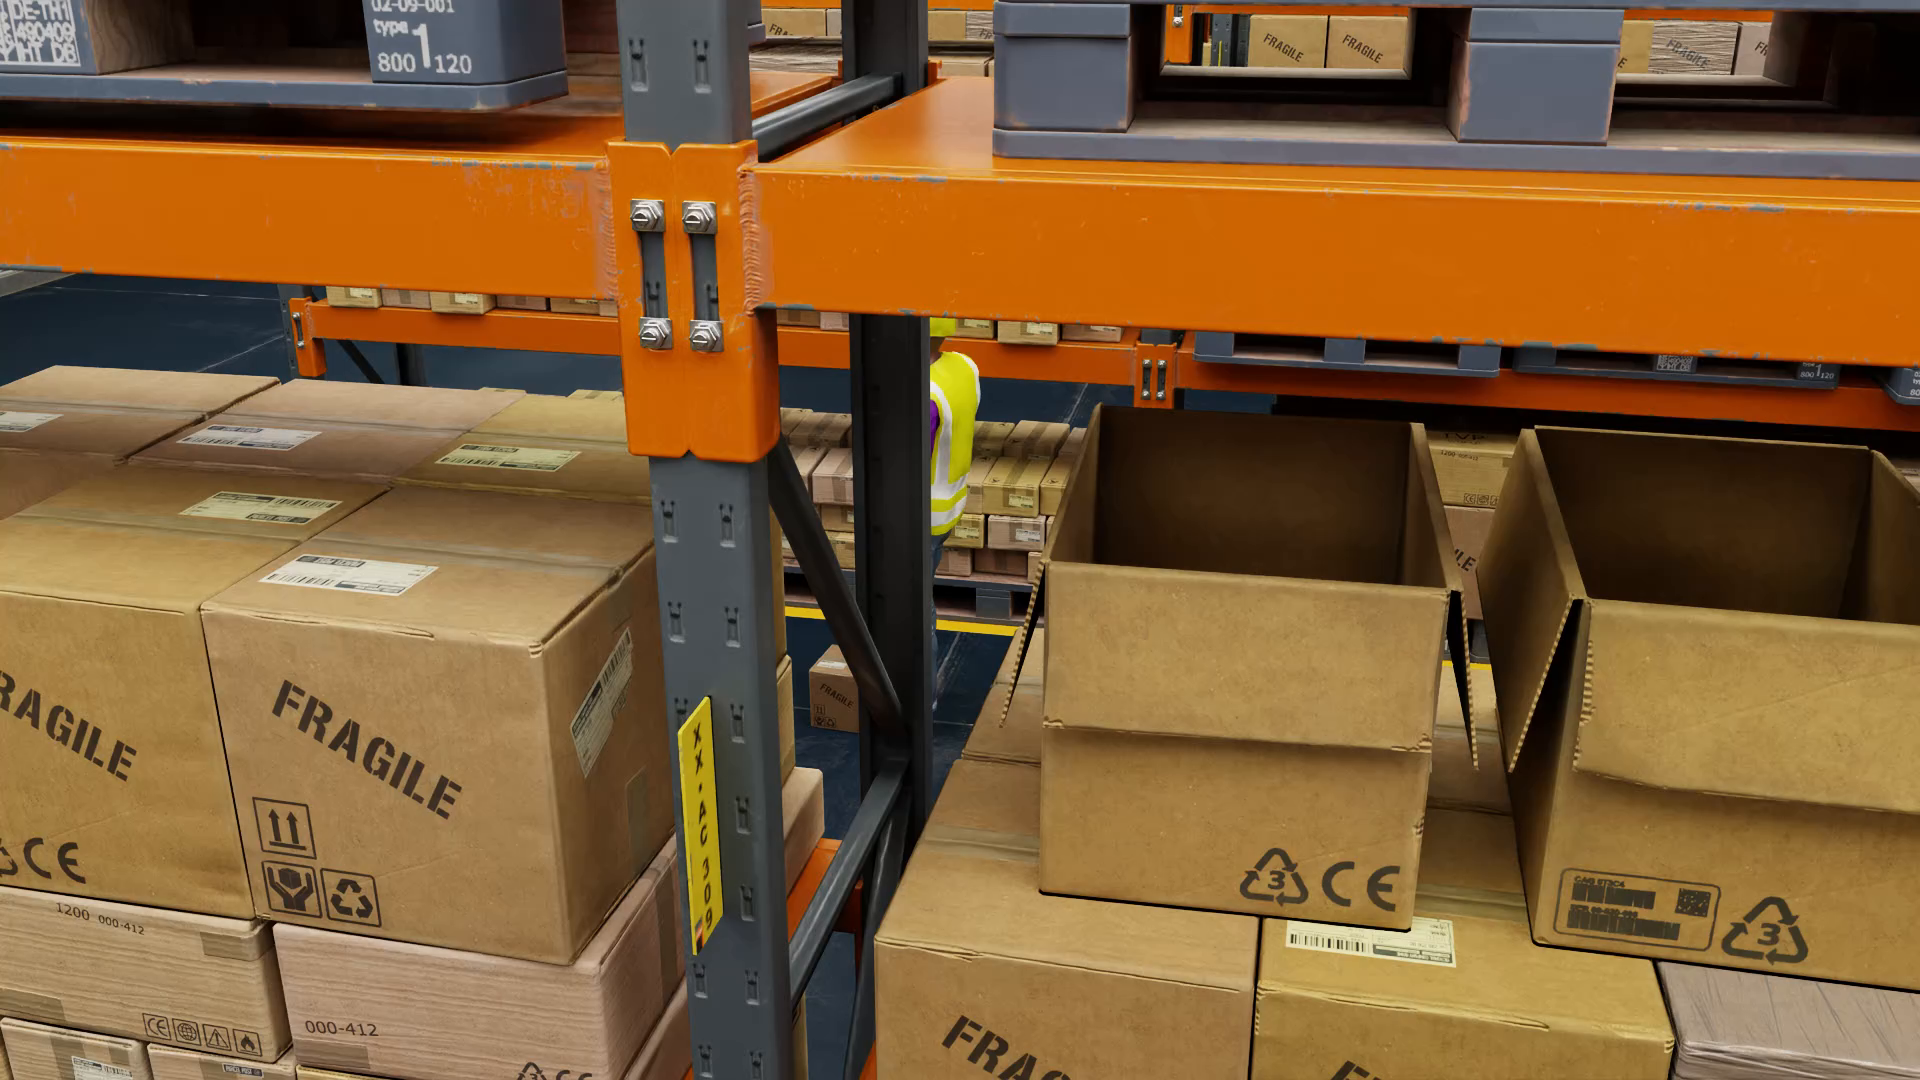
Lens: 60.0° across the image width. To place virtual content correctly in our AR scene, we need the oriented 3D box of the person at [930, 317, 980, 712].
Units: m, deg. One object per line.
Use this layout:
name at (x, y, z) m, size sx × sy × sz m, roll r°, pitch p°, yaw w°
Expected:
person at (-0.236, -0.106, 6.298) m, size 0.575 × 1.768 × 0.665 m, roll 7°, pitch 22°, yaw 17°
